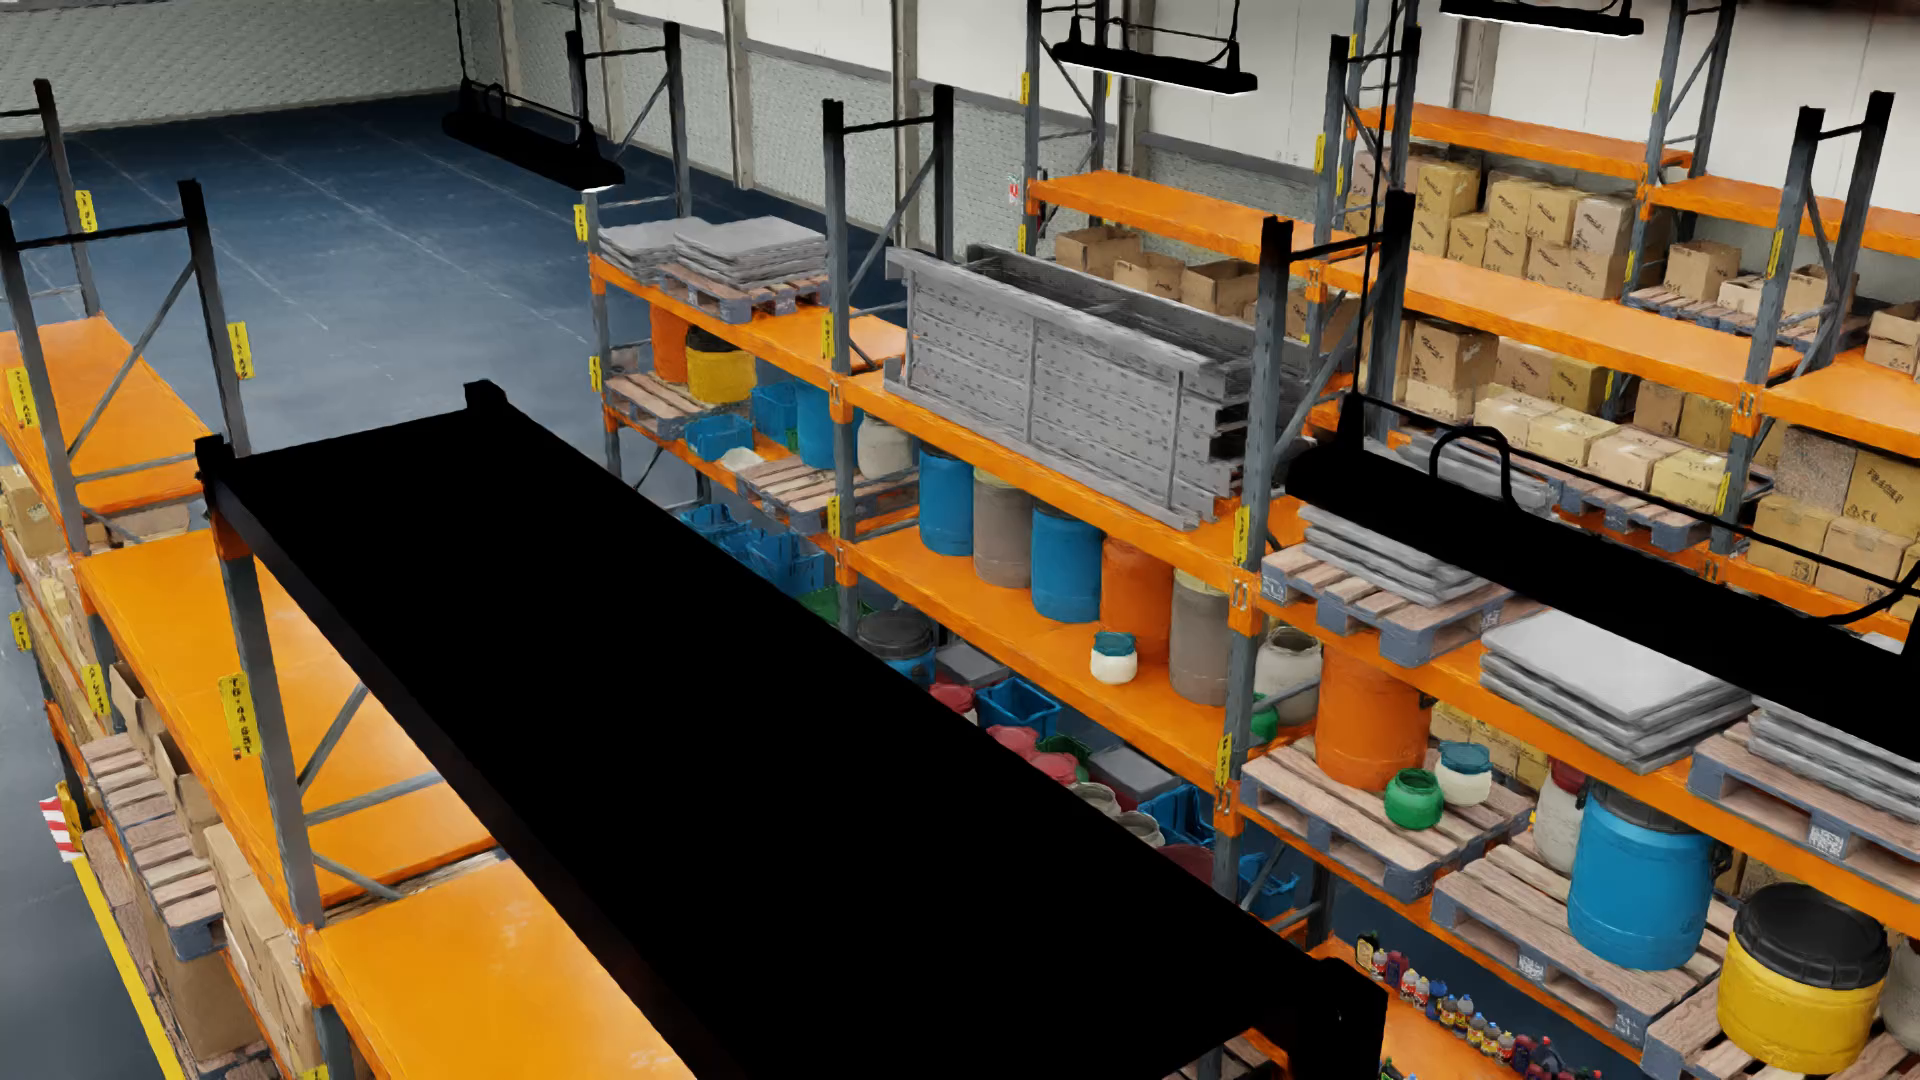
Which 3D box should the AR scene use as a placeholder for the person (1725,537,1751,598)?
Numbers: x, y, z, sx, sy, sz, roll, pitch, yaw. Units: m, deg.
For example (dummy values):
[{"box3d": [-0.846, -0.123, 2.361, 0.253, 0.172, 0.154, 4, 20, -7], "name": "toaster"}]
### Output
[{"box3d": [7.512, 0.443, 16.186, 0.417, 1.517, 1.036, -16, 29, -31], "name": "person"}]
